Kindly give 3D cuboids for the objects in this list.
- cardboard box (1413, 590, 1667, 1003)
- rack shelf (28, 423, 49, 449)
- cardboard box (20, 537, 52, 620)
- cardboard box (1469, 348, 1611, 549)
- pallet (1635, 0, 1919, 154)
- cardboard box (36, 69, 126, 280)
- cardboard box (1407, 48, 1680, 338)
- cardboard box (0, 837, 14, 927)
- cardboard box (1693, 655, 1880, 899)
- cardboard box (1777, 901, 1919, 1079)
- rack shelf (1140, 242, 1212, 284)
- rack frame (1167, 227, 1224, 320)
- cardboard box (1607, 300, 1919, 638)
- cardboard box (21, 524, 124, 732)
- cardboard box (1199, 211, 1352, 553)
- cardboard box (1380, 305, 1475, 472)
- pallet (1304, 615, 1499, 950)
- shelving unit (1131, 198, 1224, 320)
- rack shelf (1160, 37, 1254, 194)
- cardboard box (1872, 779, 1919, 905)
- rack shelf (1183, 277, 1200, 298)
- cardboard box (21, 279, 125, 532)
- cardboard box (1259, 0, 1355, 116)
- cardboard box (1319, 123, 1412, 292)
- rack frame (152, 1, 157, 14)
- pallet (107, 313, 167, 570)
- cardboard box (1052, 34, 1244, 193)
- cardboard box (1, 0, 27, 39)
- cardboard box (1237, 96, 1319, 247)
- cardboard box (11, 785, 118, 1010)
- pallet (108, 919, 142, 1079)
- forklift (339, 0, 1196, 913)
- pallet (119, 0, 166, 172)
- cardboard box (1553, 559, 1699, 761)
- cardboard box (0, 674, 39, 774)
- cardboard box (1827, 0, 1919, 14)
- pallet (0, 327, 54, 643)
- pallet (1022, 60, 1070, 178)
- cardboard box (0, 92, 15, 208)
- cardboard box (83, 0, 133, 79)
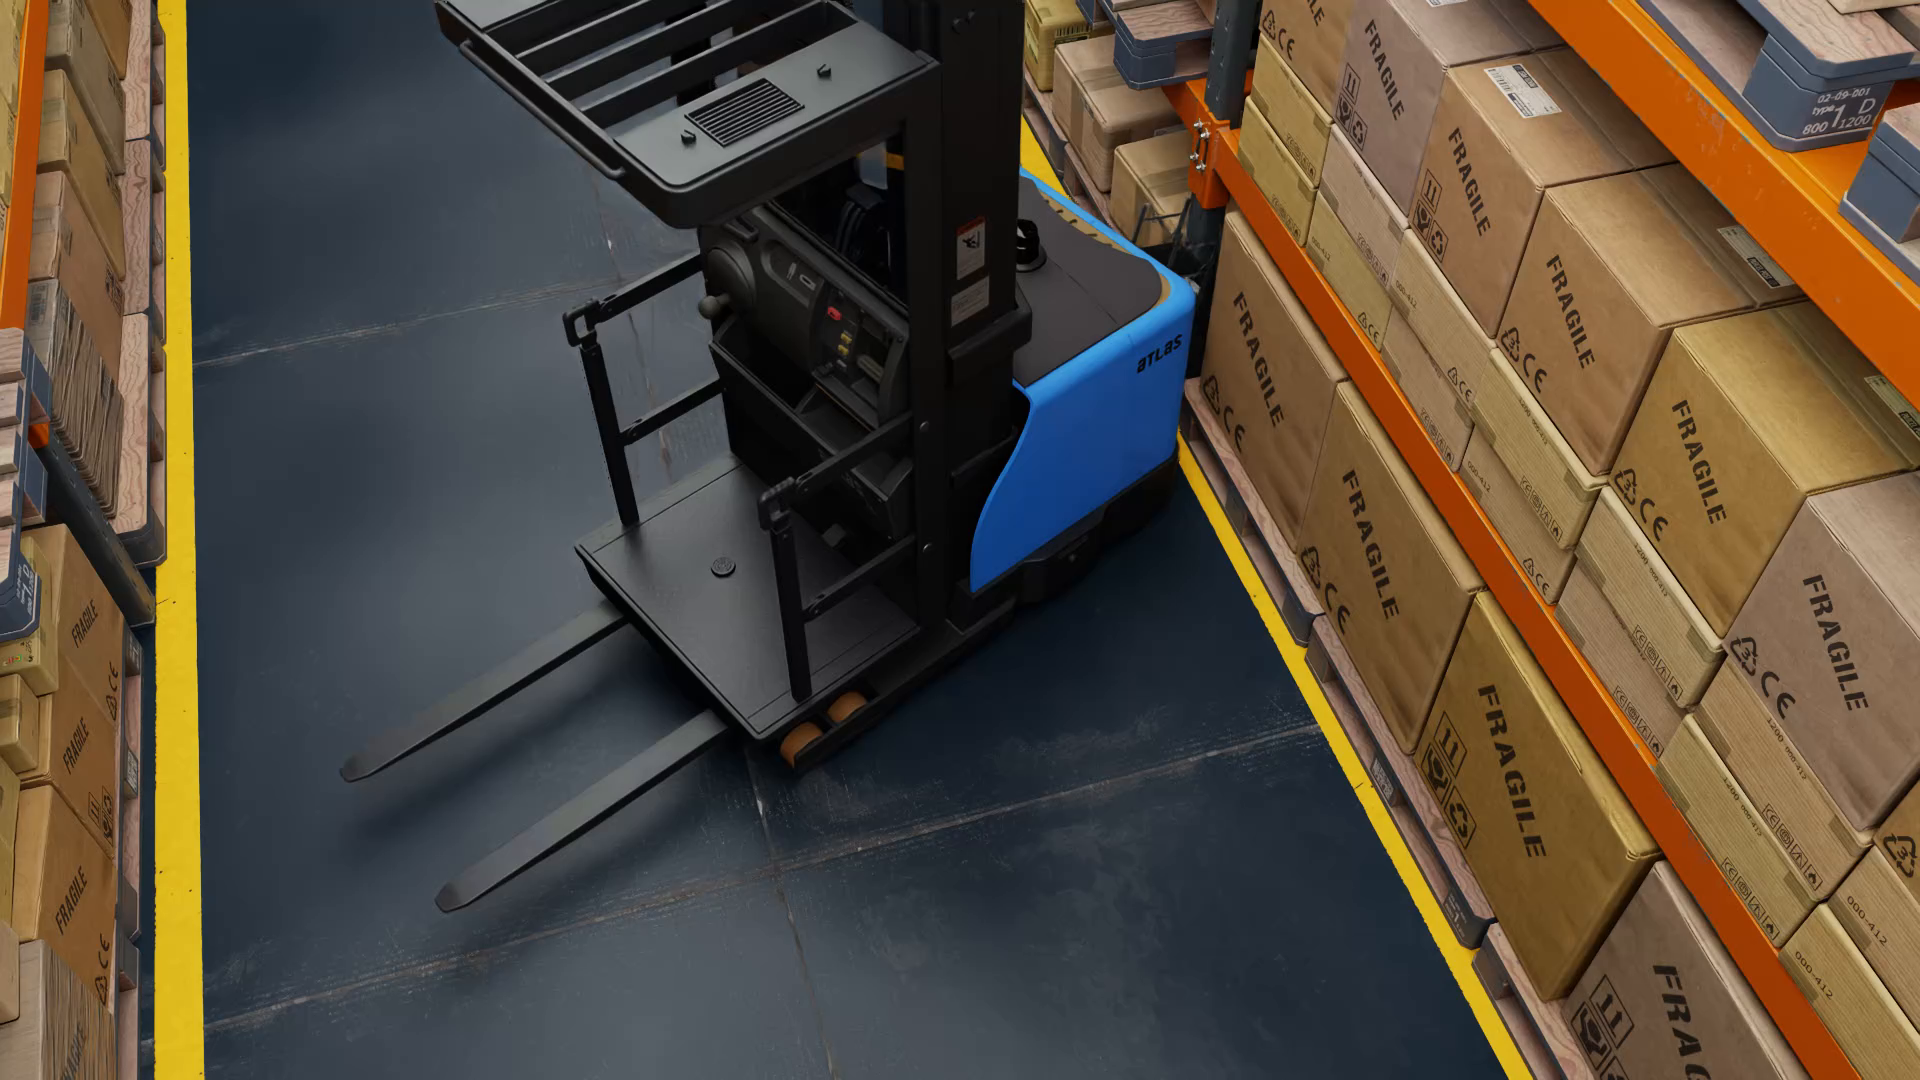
[{"bbox_3d":[1.995,0.660,4.847,0.875,0.875,0.875,-12,51,-10],"label":"cardboard box"},{"bbox_3d":[-2.803,1.099,3.832,1.077,0.370,4.000,-13,51,-11],"label":"rack shelf"},{"bbox_3d":[-3.006,0.171,5.080,0.380,0.149,0.250,-16,52,-13],"label":"cardboard box"},{"bbox_3d":[1.685,-0.288,4.302,0.500,0.250,0.500,-13,51,-10],"label":"cardboard box"},{"bbox_3d":[1.921,-1.350,3.588,1.003,0.211,1.213,-11,51,-9],"label":"pallet"},{"bbox_3d":[-3.966,-1.389,6.738,0.875,0.625,0.625,-15,52,-12],"label":"cardboard box"},{"bbox_3d":[1.553,-0.916,4.341,0.500,0.500,0.500,-12,51,-10],"label":"cardboard box"},{"bbox_3d":[-2.751,0.951,4.423,0.380,0.149,0.250,-14,51,-12],"label":"cardboard box"},{"bbox_3d":[2.012,0.460,3.672,0.500,0.250,0.500,-12,51,-10],"label":"cardboard box"},{"bbox_3d":[2.156,0.981,3.560,0.500,0.250,0.500,-14,51,-12],"label":"cardboard box"},{"bbox_3d":[0.773,-1.017,6.185,0.258,0.077,0.200,-16,48,-33],"label":"rack shelf"},{"bbox_3d":[0.779,-0.776,6.275,0.240,0.900,0.006,-16,48,-33],"label":"rack frame"},{"bbox_3d":[1.866,-0.172,3.714,0.500,0.500,0.500,-12,51,-10],"label":"cardboard box"},{"bbox_3d":[-3.064,0.337,5.364,0.500,0.500,0.500,-12,51,-10],"label":"cardboard box"},{"bbox_3d":[1.471,-0.646,5.948,0.875,0.875,0.875,-14,51,-11],"label":"cardboard box"},{"bbox_3d":[1.569,-0.500,4.808,0.500,0.250,0.500,-12,51,-10],"label":"cardboard box"},{"bbox_3d":[1.864,0.662,5.553,1.003,0.211,1.213,-13,51,-11],"label":"pallet"},{"bbox_3d":[0.722,-0.839,6.332,0.258,0.900,0.210,-16,48,-33],"label":"shelving unit"},{"bbox_3d":[0.755,-2.948,7.243,1.077,0.370,4.000,-13,51,-11],"label":"rack shelf"},{"bbox_3d":[2.157,0.579,3.081,0.500,0.500,0.500,-12,51,-10],"label":"cardboard box"},{"bbox_3d":[0.754,-0.949,6.241,0.258,0.077,0.200,-16,48,-33],"label":"rack shelf"},{"bbox_3d":[-3.566,-0.422,5.923,0.875,0.625,0.625,-12,51,-10],"label":"cardboard box"},{"bbox_3d":[1.258,-1.658,4.966,0.500,0.500,0.500,-15,51,-12],"label":"cardboard box"},{"bbox_3d":[1.412,-1.028,4.926,0.500,0.250,0.500,-12,51,-10],"label":"cardboard box"},{"bbox_3d":[-4.577,-3.515,7.251,1.000,3.000,0.127,-13,51,-11],"label":"rack frame"},{"bbox_3d":[-3.601,-0.305,6.369,1.003,0.211,1.213,-13,51,-11],"label":"pallet"},{"bbox_3d":[0.963,-1.959,7.384,0.950,0.372,0.625,-14,51,-12],"label":"cardboard box"},{"bbox_3d":[-3.747,-2.047,6.112,0.500,0.250,0.500,-12,51,-10],"label":"cardboard box"},{"bbox_3d":[1.251,-1.256,5.445,0.500,0.250,0.500,-14,51,-12],"label":"cardboard box"},{"bbox_3d":[-2.769,1.086,4.732,0.500,0.500,0.500,-11,51,-9],"label":"cardboard box"},{"bbox_3d":[-2.853,1.748,4.638,1.003,0.211,1.213,-13,51,-11],"label":"pallet"},{"bbox_3d":[-0.634,-0.629,4.863,3.031,2.935,1.130,-34,58,-25],"label":"forklift"},{"bbox_3d":[-4.322,-2.087,7.871,1.003,0.211,1.213,-13,51,-11],"label":"pallet"},{"bbox_3d":[1.875,0.235,4.188,0.500,0.250,0.500,-15,51,-12],"label":"cardboard box"},{"bbox_3d":[-2.860,0.566,4.747,0.380,0.149,0.250,-15,51,-12],"label":"cardboard box"},{"bbox_3d":[1.827,-1.171,3.192,0.380,0.166,0.250,-9,51,-8],"label":"cardboard box"},{"bbox_3d":[-3.127,-0.053,4.458,1.213,0.211,1.003,-13,51,-11],"label":"pallet"},{"bbox_3d":[0.759,-2.280,8.034,1.003,0.211,1.213,-13,51,-11],"label":"pallet"},{"bbox_3d":[-3.436,-1.293,5.476,0.500,0.250,0.500,-14,51,-12],"label":"cardboard box"},{"bbox_3d":[-4.412,-2.507,7.680,0.875,0.625,0.625,-11,51,-9],"label":"cardboard box"}]
